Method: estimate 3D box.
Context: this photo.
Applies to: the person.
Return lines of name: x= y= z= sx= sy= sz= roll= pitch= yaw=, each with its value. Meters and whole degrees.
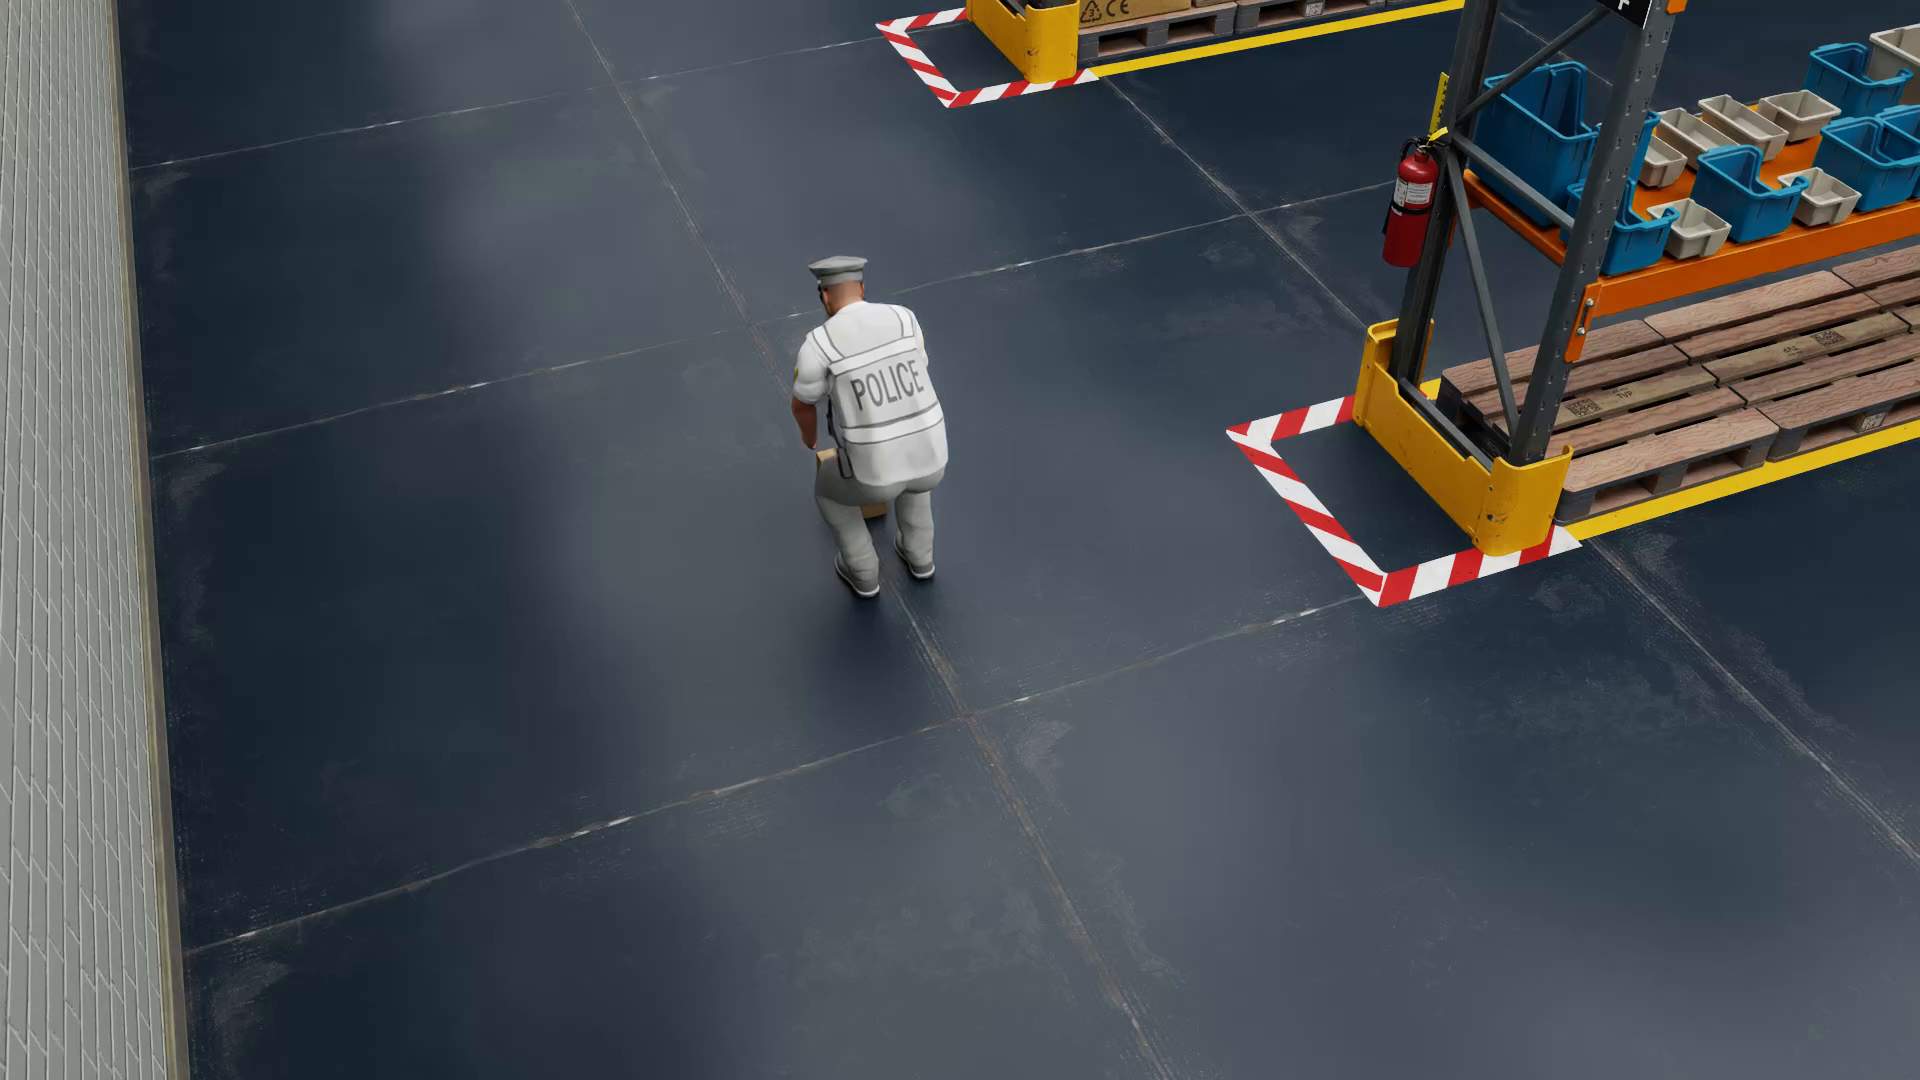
person: x=-0.379 y=-0.432 z=6.889 sx=0.590 sy=1.434 sz=0.792 roll=-15 pitch=44 yaw=-16
